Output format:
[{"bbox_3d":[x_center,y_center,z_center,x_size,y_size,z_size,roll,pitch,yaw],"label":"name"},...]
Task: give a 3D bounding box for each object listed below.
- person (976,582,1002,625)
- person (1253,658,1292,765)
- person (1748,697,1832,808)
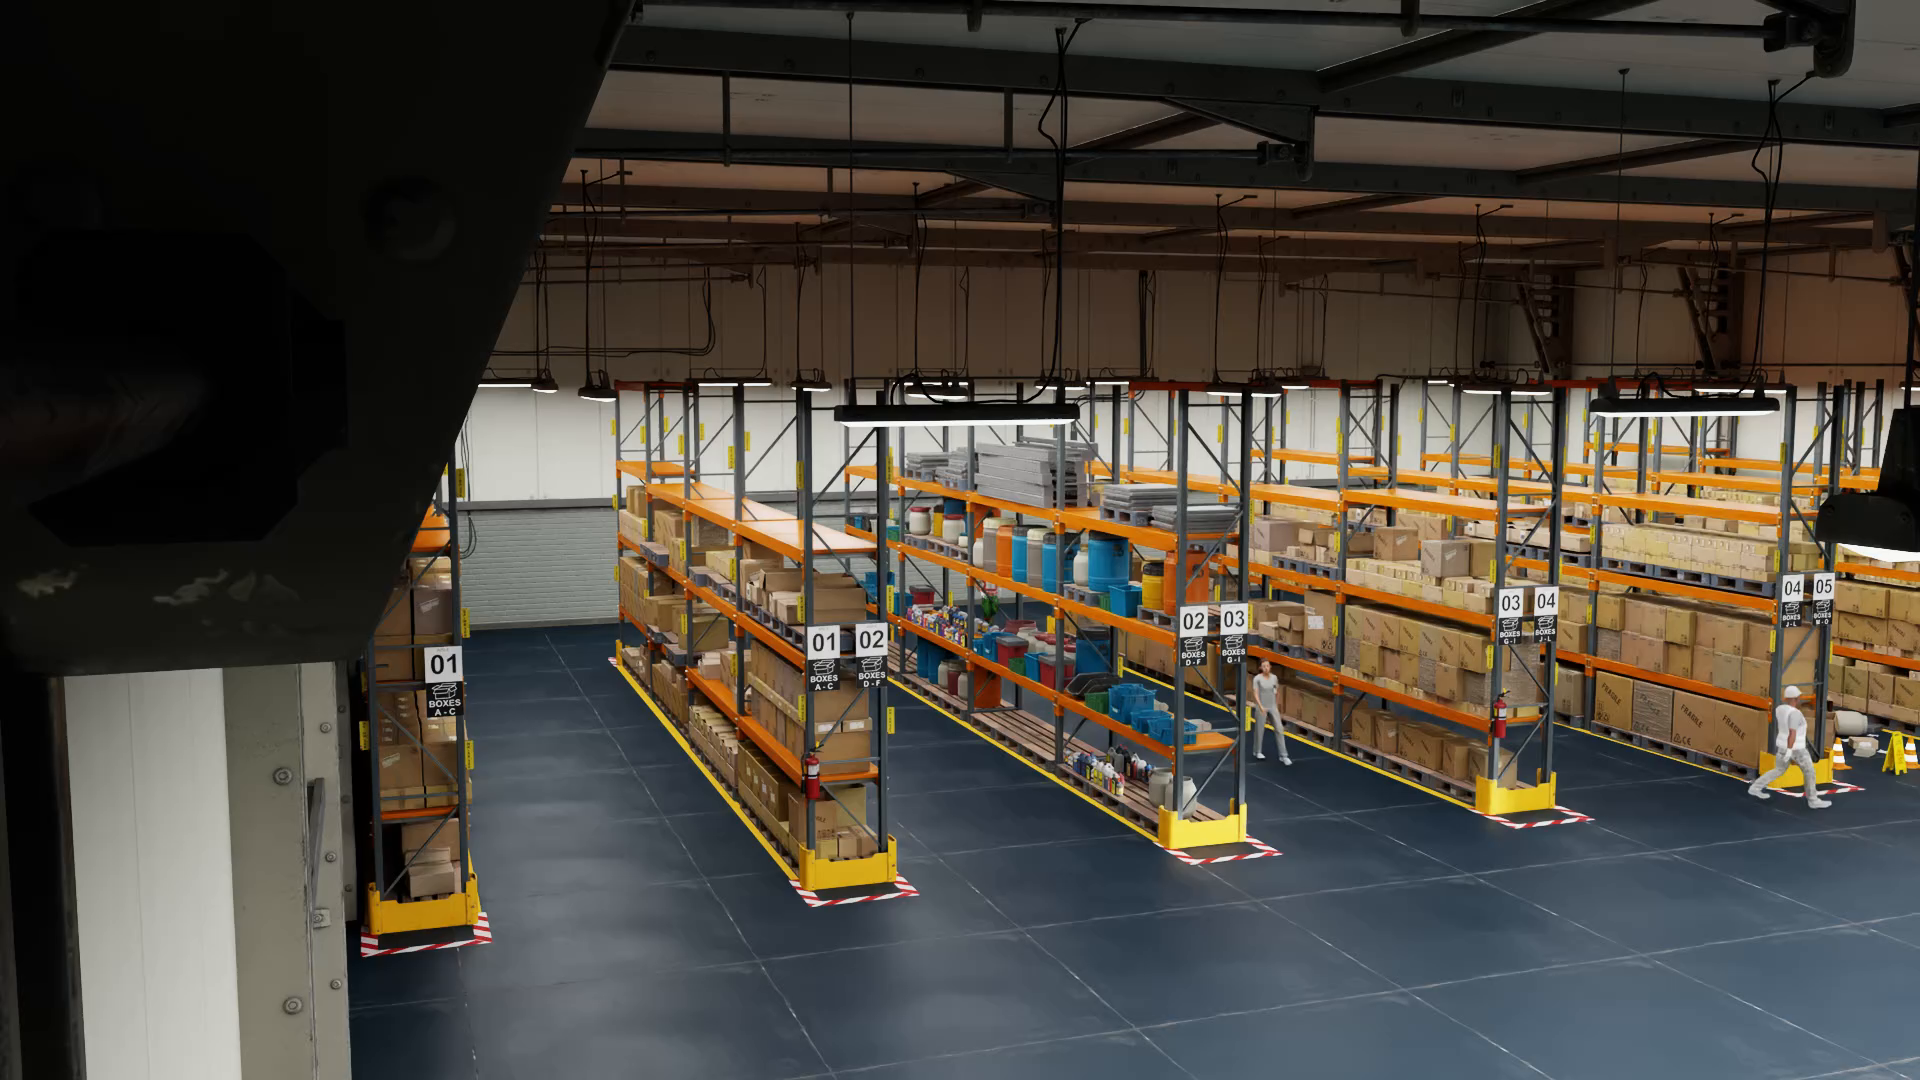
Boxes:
[{"bbox_3d":[0.712,1.327,39.707,0.691,1.638,0.609,-1,6,-10],"label":"person"},{"bbox_3d":[4.924,2.703,26.444,0.533,1.645,0.787,-1,6,-9],"label":"person"},{"bbox_3d":[11.932,2.989,23.880,1.023,1.683,0.549,0,6,-3],"label":"person"}]
